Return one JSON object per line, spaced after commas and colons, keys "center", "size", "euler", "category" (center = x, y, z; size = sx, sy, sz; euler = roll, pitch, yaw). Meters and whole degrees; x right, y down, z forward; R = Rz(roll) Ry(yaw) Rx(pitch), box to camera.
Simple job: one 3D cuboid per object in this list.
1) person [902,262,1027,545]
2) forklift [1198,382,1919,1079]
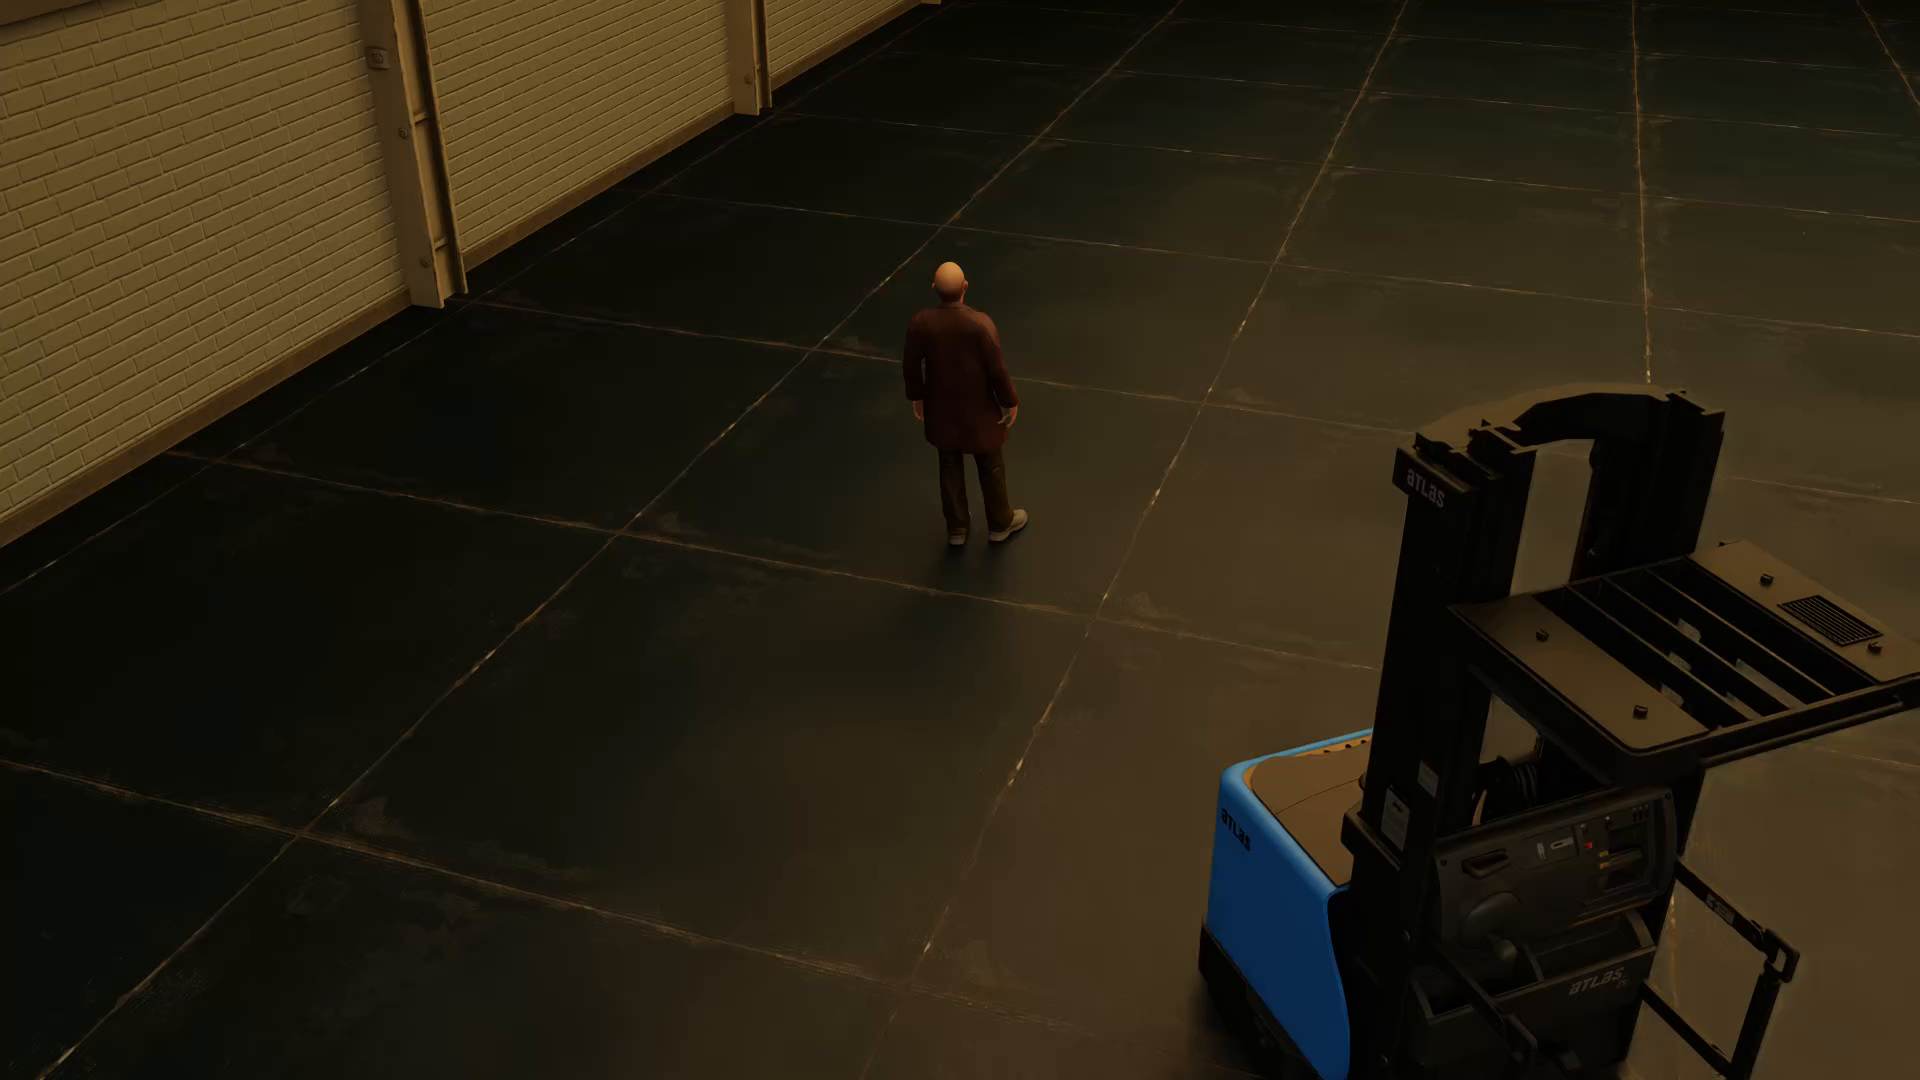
{"center": [0.034, -0.820, 9.725], "size": [0.696, 1.776, 0.582], "euler": [10, 31, 16], "category": "person"}
{"center": [2.000, 1.121, 5.170], "size": [1.130, 2.935, 3.031], "euler": [-11, 32, -19], "category": "forklift"}
